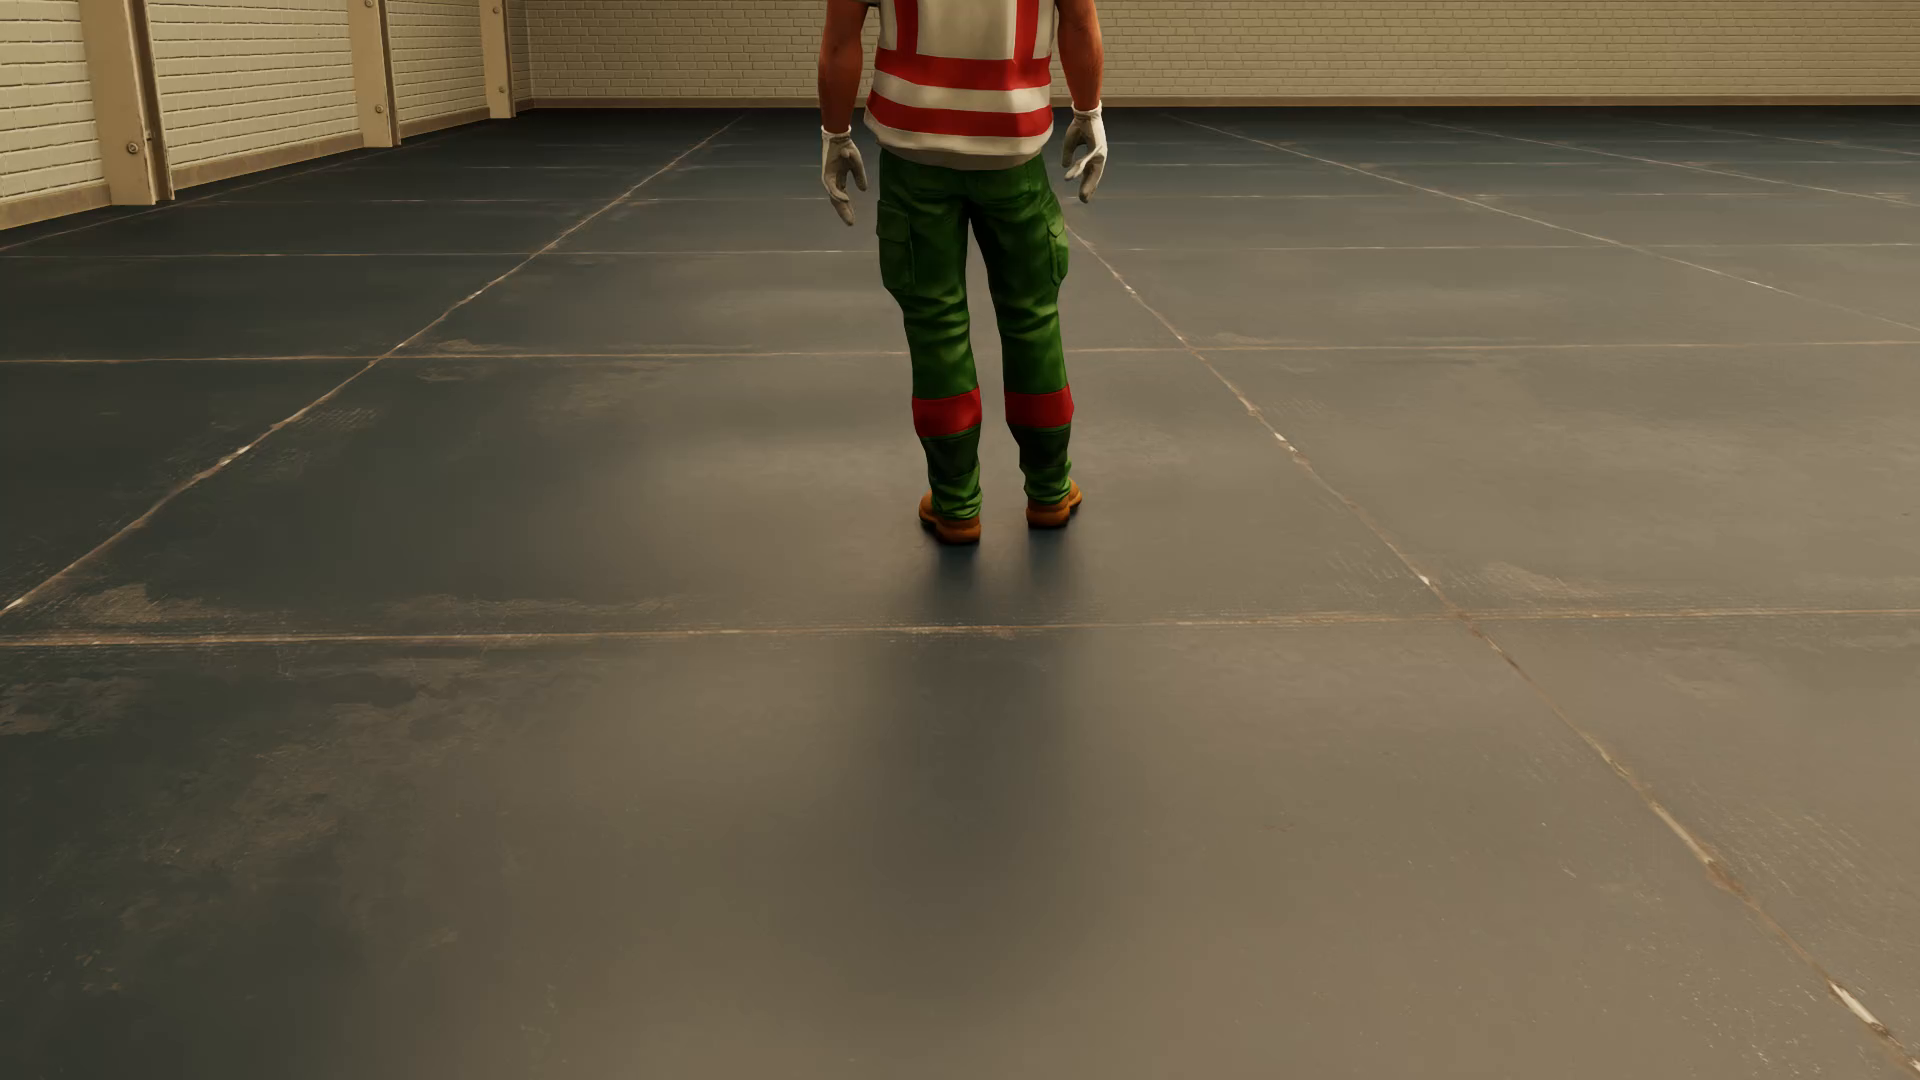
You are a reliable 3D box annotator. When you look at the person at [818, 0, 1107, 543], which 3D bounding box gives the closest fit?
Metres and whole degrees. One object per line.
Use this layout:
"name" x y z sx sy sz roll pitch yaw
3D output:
"person" 0.007 -0.886 3.731 0.638 1.787 0.564 -1 17 -3
